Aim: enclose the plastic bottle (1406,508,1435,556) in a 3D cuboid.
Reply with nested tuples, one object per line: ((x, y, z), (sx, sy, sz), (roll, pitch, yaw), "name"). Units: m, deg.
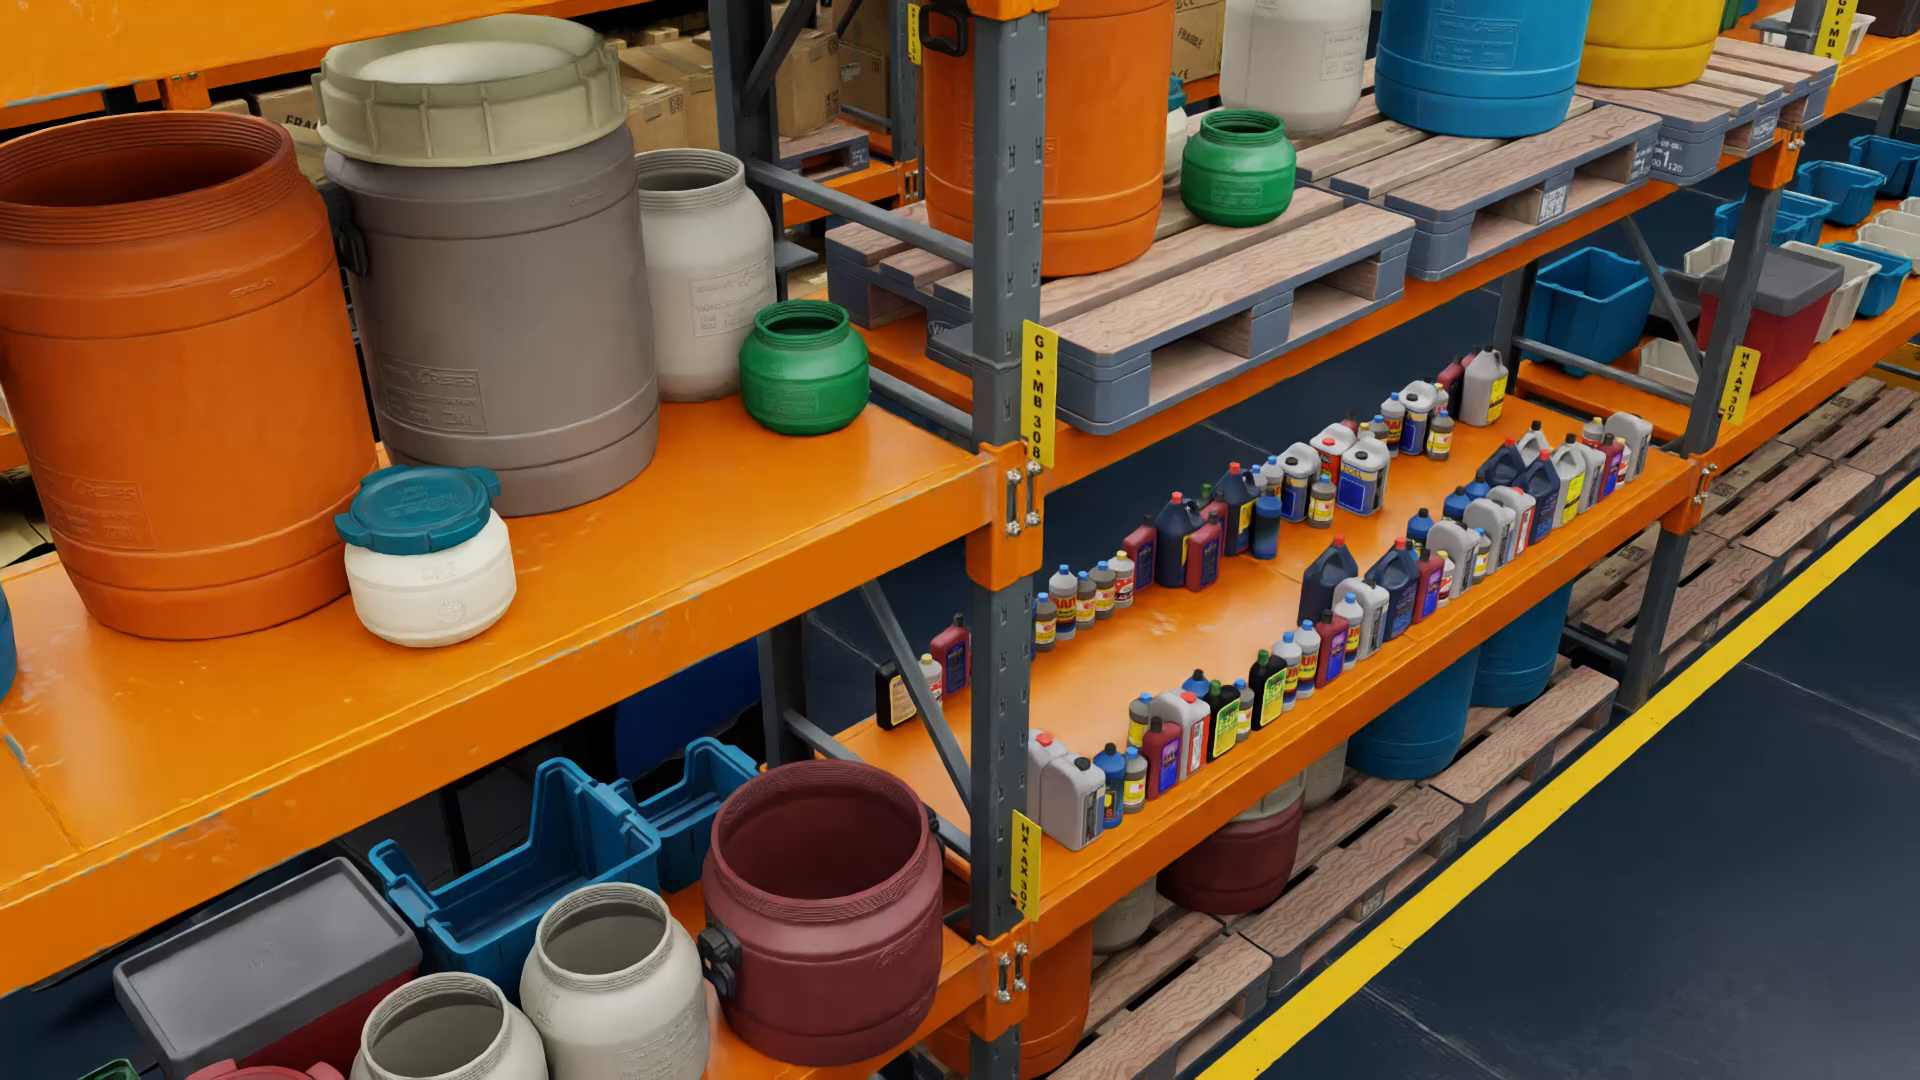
((1.650, 0.009, 5.984), (0.097, 0.271, 0.097), (0, 31, 0), "plastic bottle")

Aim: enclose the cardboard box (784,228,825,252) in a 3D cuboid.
((-1.161, -1.646, 10.541), (0.500, 0.500, 0.500), (27, 41, 37), "cardboard box")

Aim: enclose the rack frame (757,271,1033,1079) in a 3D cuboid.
((-0.209, 0.712, 4.711), (0.127, 3.000, 1.000), (-26, 40, -35), "rack frame")

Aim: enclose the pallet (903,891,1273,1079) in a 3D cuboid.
((0.341, 1.606, 5.921), (1.213, 0.211, 1.003), (-26, 40, -35), "pallet")

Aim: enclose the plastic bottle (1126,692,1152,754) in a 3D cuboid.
((0.569, 0.561, 5.147), (0.097, 0.201, 0.097), (0, 31, 0), "plastic bottle")

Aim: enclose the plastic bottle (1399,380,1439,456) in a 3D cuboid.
((1.858, -0.506, 6.821), (0.135, 0.276, 0.152), (-26, 40, -35), "plastic bottle")

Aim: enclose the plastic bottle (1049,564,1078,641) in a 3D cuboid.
((0.350, 0.206, 5.661), (0.097, 0.271, 0.097), (0, 31, 0), "plastic bottle")

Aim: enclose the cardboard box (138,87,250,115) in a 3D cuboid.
((-5.670, -2.859, 12.208), (0.750, 0.750, 0.750), (-26, 40, -36), "cardboard box")

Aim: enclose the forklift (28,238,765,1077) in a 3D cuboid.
((-2.023, -0.004, 5.946), (1.130, 2.935, 3.031), (24, 39, 33), "forklift")

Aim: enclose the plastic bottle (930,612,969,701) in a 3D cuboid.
((-0.033, 0.373, 5.376), (0.133, 0.283, 0.061), (-26, 40, -35), "plastic bottle")

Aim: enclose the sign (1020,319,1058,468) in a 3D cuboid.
((0.171, -0.315, 3.615), (0.005, 0.325, 0.100), (-26, 40, -35), "sign")

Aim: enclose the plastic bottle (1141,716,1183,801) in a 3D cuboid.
((0.601, 0.633, 4.952), (0.133, 0.283, 0.061), (-26, 40, -35), "plastic bottle")

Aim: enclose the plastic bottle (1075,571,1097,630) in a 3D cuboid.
((0.421, 0.201, 5.736), (0.097, 0.201, 0.097), (0, 31, 0), "plastic bottle")

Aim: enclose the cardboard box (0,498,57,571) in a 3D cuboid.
((-4.167, 0.037, 7.510), (0.500, 0.311, 0.500), (-27, 40, -36), "cardboard box")

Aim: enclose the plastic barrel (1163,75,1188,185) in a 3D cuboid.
((0.478, -1.124, 4.568), (0.301, 0.262, 0.301), (0, 31, 0), "plastic barrel")

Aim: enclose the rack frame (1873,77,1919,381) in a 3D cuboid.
((5.658, -2.126, 9.351), (0.127, 3.000, 1.000), (-26, 40, -35), "rack frame")

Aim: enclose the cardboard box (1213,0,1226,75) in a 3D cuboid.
((1.771, -3.616, 11.693), (0.500, 0.500, 0.500), (-25, 40, -35), "cardboard box")

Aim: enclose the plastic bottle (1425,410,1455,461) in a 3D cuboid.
((1.956, -0.433, 6.773), (0.097, 0.201, 0.097), (0, 31, 0), "plastic bottle")

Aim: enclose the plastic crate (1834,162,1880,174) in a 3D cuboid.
((4.961, -1.995, 9.333), (0.298, 0.136, 0.250), (-26, 40, -35), "plastic crate")

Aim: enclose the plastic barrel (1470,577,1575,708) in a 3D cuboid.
((2.314, 0.195, 7.164), (0.708, 0.901, 0.600), (-26, 40, -35), "plastic barrel")

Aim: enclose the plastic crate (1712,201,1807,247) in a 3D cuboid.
((4.067, -1.545, 8.504), (0.300, 0.233, 0.416), (-26, 40, -35), "plastic crate")

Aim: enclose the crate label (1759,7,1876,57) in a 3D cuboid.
((3.280, -1.937, 6.420), (0.466, 0.136, 0.293), (-26, 40, -35), "crate label")

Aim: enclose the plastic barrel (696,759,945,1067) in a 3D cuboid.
((-0.343, 0.934, 4.216), (0.708, 0.536, 0.600), (-26, 40, -35), "plastic barrel")

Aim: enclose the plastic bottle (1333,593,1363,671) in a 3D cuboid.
((1.279, 0.297, 5.513), (0.097, 0.271, 0.097), (0, 31, 0), "plastic bottle")

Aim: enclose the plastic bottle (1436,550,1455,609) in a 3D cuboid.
((1.682, 0.131, 5.850), (0.097, 0.201, 0.097), (0, 31, 0), "plastic bottle")

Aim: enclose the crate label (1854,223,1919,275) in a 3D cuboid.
((4.773, -1.475, 8.482), (0.243, 0.136, 0.396), (-26, 40, -35), "crate label")

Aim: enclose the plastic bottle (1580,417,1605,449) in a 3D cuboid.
((2.557, -0.400, 6.719), (0.097, 0.201, 0.097), (0, 31, 0), "plastic bottle")

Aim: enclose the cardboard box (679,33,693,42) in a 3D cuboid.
((-2.645, -4.194, 14.727), (0.500, 0.500, 0.700), (-25, 39, -34), "cardboard box")

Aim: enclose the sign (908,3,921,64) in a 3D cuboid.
((-0.261, -2.886, 9.485), (0.005, 0.325, 0.100), (-26, 40, -35), "sign")

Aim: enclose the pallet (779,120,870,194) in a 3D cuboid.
((-1.301, -2.280, 9.787), (1.213, 0.211, 1.003), (-26, 40, -35), "pallet")

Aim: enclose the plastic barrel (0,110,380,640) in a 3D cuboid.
((-1.438, -0.311, 3.096), (0.708, 0.830, 0.600), (-26, 40, -35), "plastic barrel")

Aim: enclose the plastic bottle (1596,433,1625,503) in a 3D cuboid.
((2.517, -0.294, 6.468), (0.133, 0.283, 0.061), (-26, 40, -35), "plastic bottle")

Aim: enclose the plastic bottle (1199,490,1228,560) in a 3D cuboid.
((0.911, -0.040, 6.052), (0.133, 0.283, 0.061), (-26, 40, -35), "plastic bottle")

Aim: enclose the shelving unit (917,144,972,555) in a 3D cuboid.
((0.121, -0.955, 8.298), (0.503, 2.100, 0.431), (-26, 40, -35), "shelving unit")

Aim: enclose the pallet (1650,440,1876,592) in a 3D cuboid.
((4.132, -0.228, 8.920), (1.213, 0.211, 1.003), (-26, 40, -35), "pallet")

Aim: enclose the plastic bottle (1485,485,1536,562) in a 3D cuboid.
((2.018, -0.082, 6.128), (0.135, 0.276, 0.152), (-26, 40, -35), "plastic bottle")

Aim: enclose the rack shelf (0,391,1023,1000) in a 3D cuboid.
((-1.675, 0.448, 2.956), (4.000, 0.370, 1.077), (-26, 40, -35), "rack shelf")

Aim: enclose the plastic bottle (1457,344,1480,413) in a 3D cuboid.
((2.166, -0.690, 7.116), (0.133, 0.283, 0.061), (-26, 40, -35), "plastic bottle")

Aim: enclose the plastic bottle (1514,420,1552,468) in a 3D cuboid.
((2.175, -0.290, 6.396), (0.185, 0.351, 0.144), (-26, 40, -35), "plastic bottle")

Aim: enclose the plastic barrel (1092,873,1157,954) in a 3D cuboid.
((0.492, 1.179, 5.928), (0.421, 0.512, 0.421), (0, 31, 0), "plastic barrel")

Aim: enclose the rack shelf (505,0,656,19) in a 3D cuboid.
((-2.545, -4.899, 14.577), (4.000, 0.370, 1.077), (-26, 40, -35), "rack shelf")

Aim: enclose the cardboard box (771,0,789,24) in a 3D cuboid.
((-1.681, -4.812, 15.116), (0.250, 0.149, 0.380), (-25, 39, -34), "cardboard box")

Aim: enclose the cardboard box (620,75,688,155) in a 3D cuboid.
((-1.894, -2.175, 8.933), (0.700, 0.500, 0.500), (18, 36, 27), "cardboard box")

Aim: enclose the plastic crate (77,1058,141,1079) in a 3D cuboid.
((-2.057, 1.495, 3.632), (0.662, 0.188, 0.450), (-26, 40, -35), "plastic crate")

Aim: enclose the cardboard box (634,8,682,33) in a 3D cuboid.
((-2.682, -4.599, 14.768), (0.250, 0.149, 0.380), (-27, 40, -36), "cardboard box")

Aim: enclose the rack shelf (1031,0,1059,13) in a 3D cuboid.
((1.258, -2.079, 4.598), (4.000, 0.370, 1.077), (-26, 40, -35), "rack shelf")

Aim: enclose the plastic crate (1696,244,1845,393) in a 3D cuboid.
((3.550, -0.981, 7.360), (0.583, 0.464, 0.402), (-26, 40, -35), "plastic crate")

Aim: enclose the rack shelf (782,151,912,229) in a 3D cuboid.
((-2.107, -1.587, 9.159), (4.000, 0.370, 1.077), (-26, 40, -35), "rack shelf")

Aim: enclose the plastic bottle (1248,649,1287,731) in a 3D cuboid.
((0.966, 0.456, 5.241), (0.133, 0.283, 0.061), (-26, 40, -35), "plastic bottle")

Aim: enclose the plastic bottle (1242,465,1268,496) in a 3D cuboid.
((1.102, -0.158, 6.256), (0.097, 0.271, 0.097), (0, 31, 0), "plastic bottle")

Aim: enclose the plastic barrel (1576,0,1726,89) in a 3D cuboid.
((2.193, -1.845, 5.433), (0.600, 0.588, 0.600), (0, 31, 0), "plastic barrel")
